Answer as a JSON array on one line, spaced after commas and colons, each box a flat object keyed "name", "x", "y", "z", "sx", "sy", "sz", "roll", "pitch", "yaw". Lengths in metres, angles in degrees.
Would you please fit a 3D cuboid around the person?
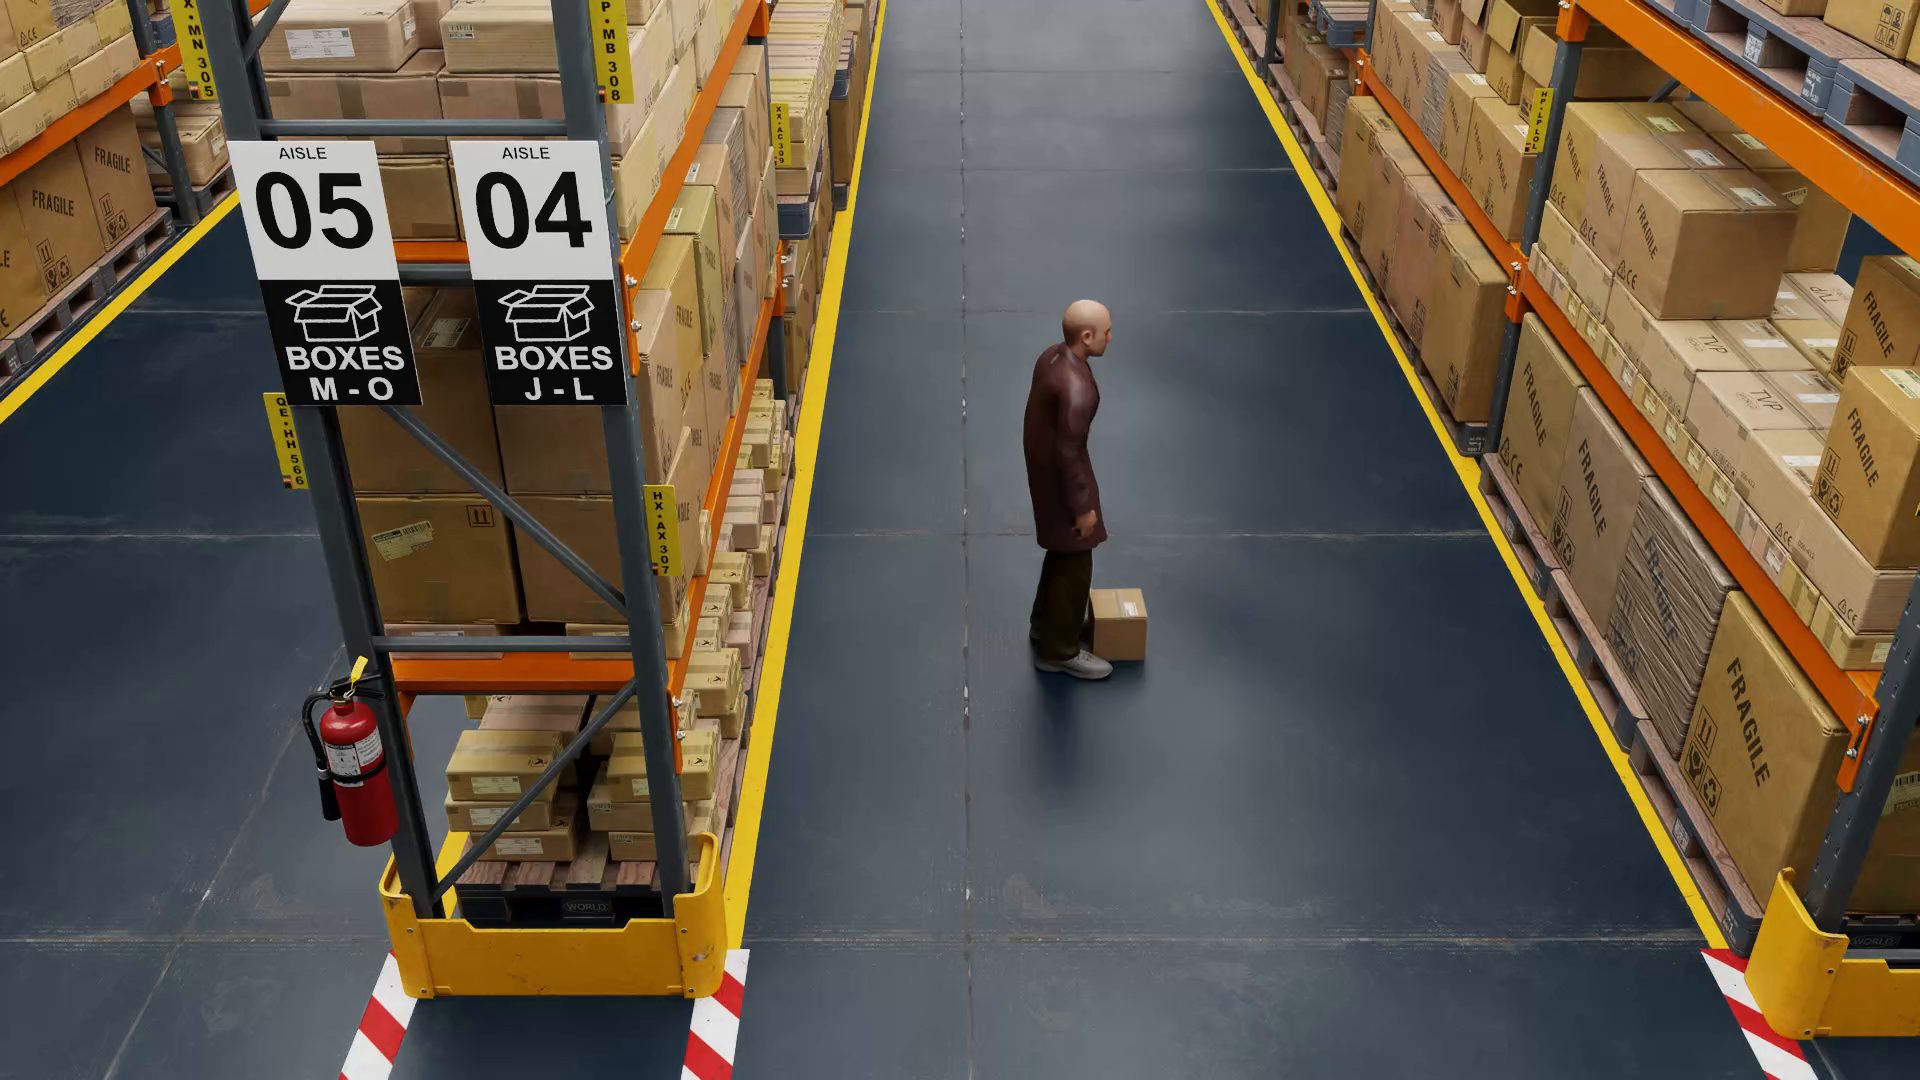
[{"name": "person", "x": 0.498, "y": -0.251, "z": 7.565, "sx": 0.429, "sy": 1.772, "sz": 0.649, "roll": -2, "pitch": 31, "yaw": -3}]
